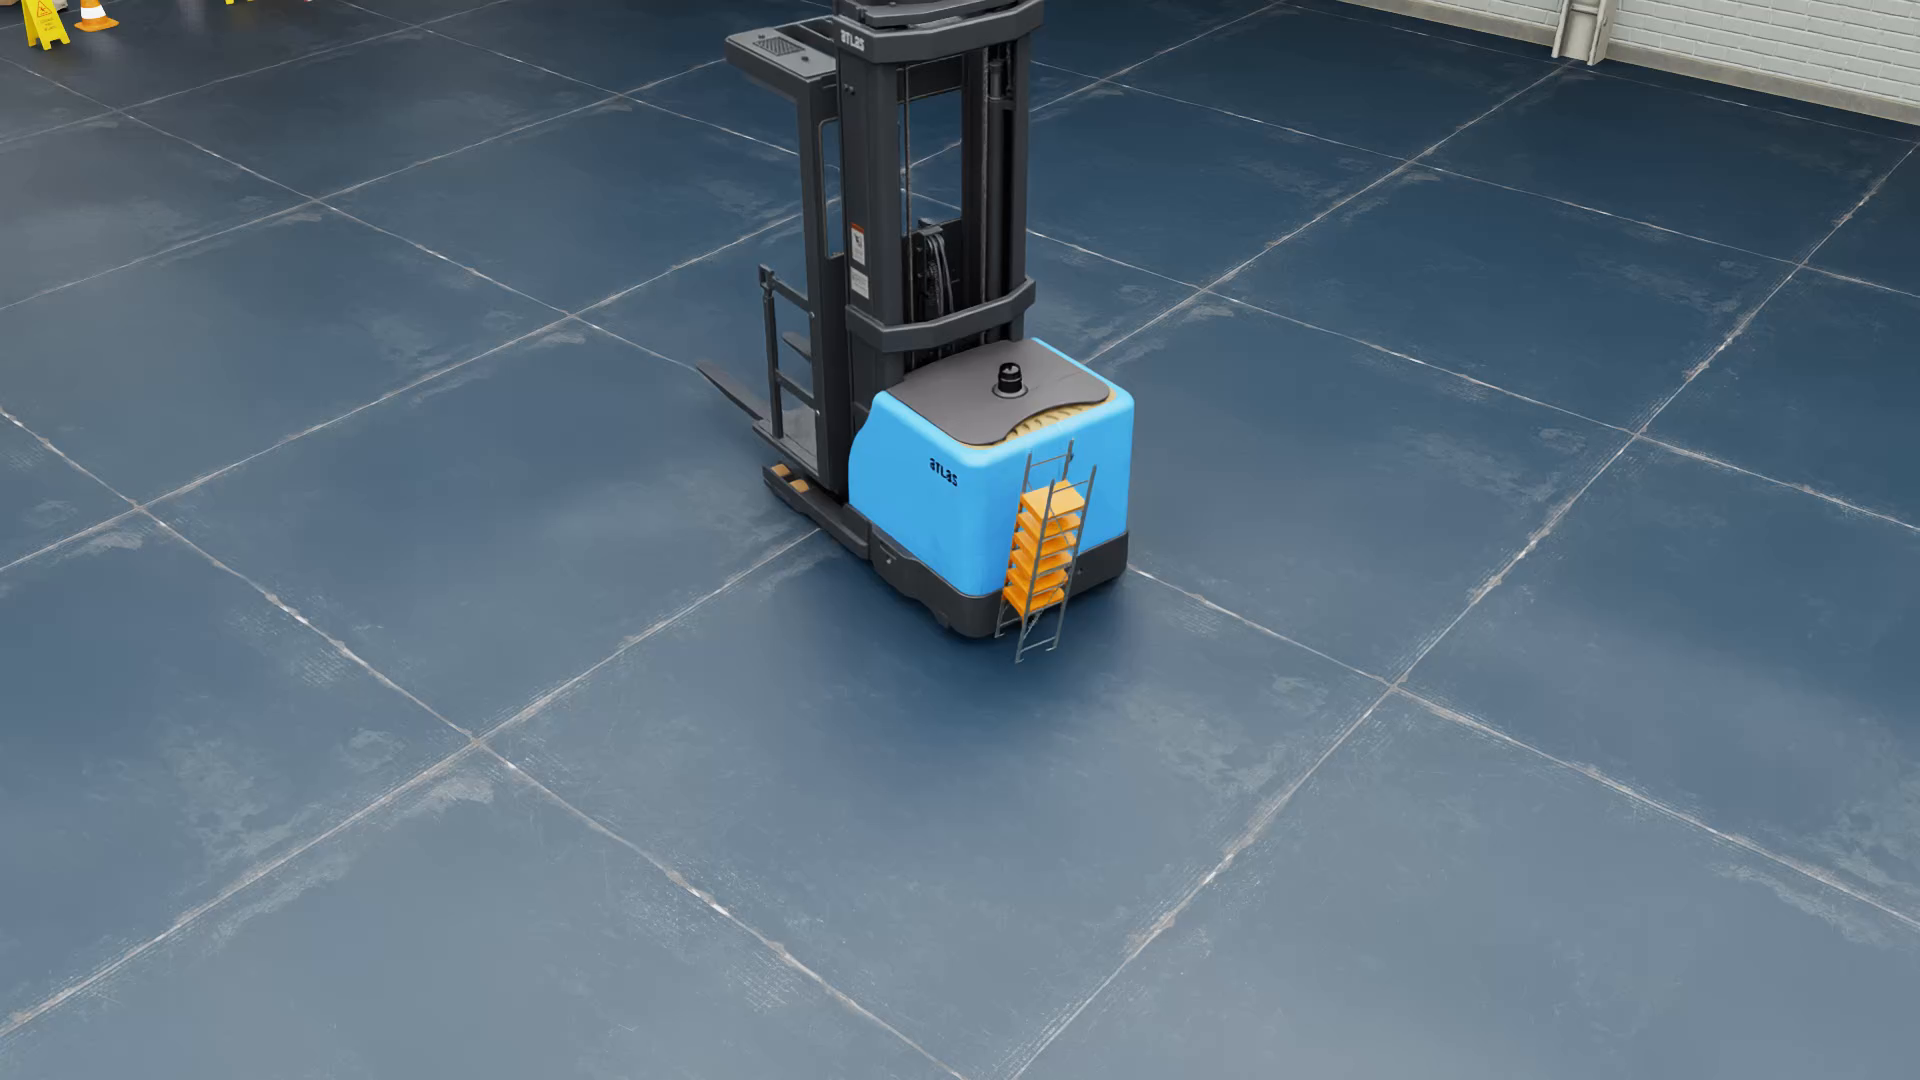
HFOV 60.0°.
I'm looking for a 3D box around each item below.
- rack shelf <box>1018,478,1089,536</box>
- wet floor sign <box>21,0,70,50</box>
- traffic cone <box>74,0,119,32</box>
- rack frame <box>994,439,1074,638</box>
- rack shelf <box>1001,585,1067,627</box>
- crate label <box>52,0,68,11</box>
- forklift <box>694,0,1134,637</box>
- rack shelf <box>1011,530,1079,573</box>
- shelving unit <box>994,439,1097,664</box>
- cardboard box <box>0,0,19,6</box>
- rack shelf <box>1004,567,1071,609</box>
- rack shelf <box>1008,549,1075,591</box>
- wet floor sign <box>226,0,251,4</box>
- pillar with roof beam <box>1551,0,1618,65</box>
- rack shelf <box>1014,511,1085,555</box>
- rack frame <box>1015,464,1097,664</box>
[{"bbox_3d":[0.416,-0.149,7.432,0.258,0.103,0.180,-19,51,-26],"label":"rack shelf"},{"bbox_3d":[-8.543,-4.917,15.422,0.232,0.644,0.267,18,38,24],"label":"wet floor sign"},{"bbox_3d":[-8.347,-5.170,15.951,0.334,0.463,0.336,25,42,32],"label":"traffic cone"},{"bbox_3d":[0.335,0.015,7.704,0.240,1.200,0.006,-19,51,-26],"label":"rack frame"},{"bbox_3d":[0.352,0.275,7.851,0.258,0.103,0.180,-19,51,-26],"label":"rack shelf"},{"bbox_3d":[-8.991,-5.293,16.419,0.298,0.136,0.250,6,35,8],"label":"crate label"},{"bbox_3d":[-0.429,-1.519,8.456,1.130,2.935,3.031,-23,41,-29],"label":"forklift"},{"bbox_3d":[0.390,0.020,7.599,0.258,0.103,0.180,-19,51,-26],"label":"rack shelf"},{"bbox_3d":[0.382,0.074,7.652,0.258,1.200,0.189,-19,51,-26],"label":"shelving unit"},{"bbox_3d":[-9.712,-5.733,16.735,0.637,0.503,0.797,0,34,0],"label":"cardboard box"},{"bbox_3d":[0.365,0.190,7.767,0.258,0.103,0.180,-19,51,-26],"label":"rack shelf"},{"bbox_3d":[0.378,0.105,7.683,0.258,0.103,0.180,-19,51,-26],"label":"rack shelf"},{"bbox_3d":[-7.281,-5.722,16.594,0.267,0.644,0.232,-18,38,-25],"label":"wet floor sign"},{"bbox_3d":[2.940,-6.286,10.036,0.400,9.000,9.100,25,42,32],"label":"pillar with roof beam"},{"bbox_3d":[0.403,-0.065,7.516,0.258,0.103,0.180,-19,51,-26],"label":"rack shelf"},{"bbox_3d":[0.429,0.133,7.600,0.240,1.200,0.006,-19,51,-26],"label":"rack frame"}]
